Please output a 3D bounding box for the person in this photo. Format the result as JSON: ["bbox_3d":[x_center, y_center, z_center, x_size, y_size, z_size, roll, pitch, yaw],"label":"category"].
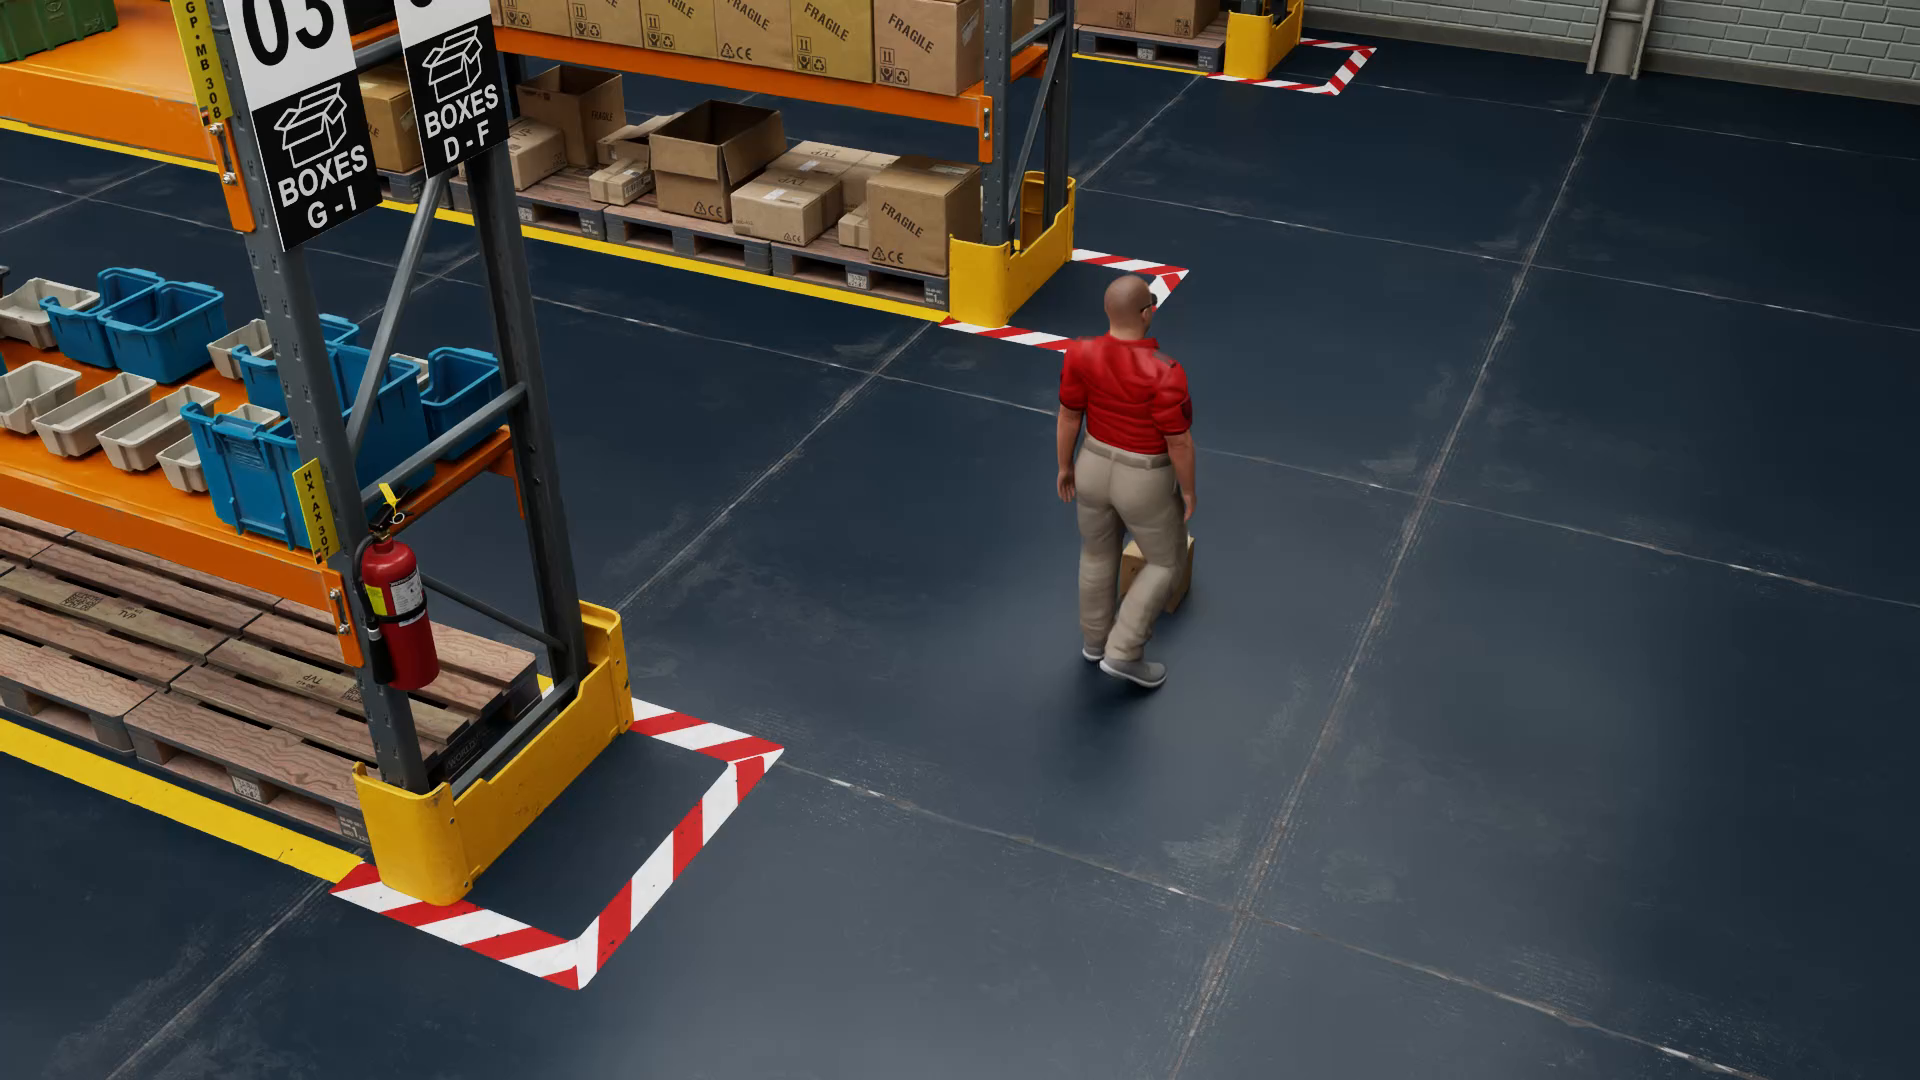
[{"bbox_3d":[0.638,-0.226,6.478,0.569,1.725,0.485,20,38,27],"label":"person"}]
